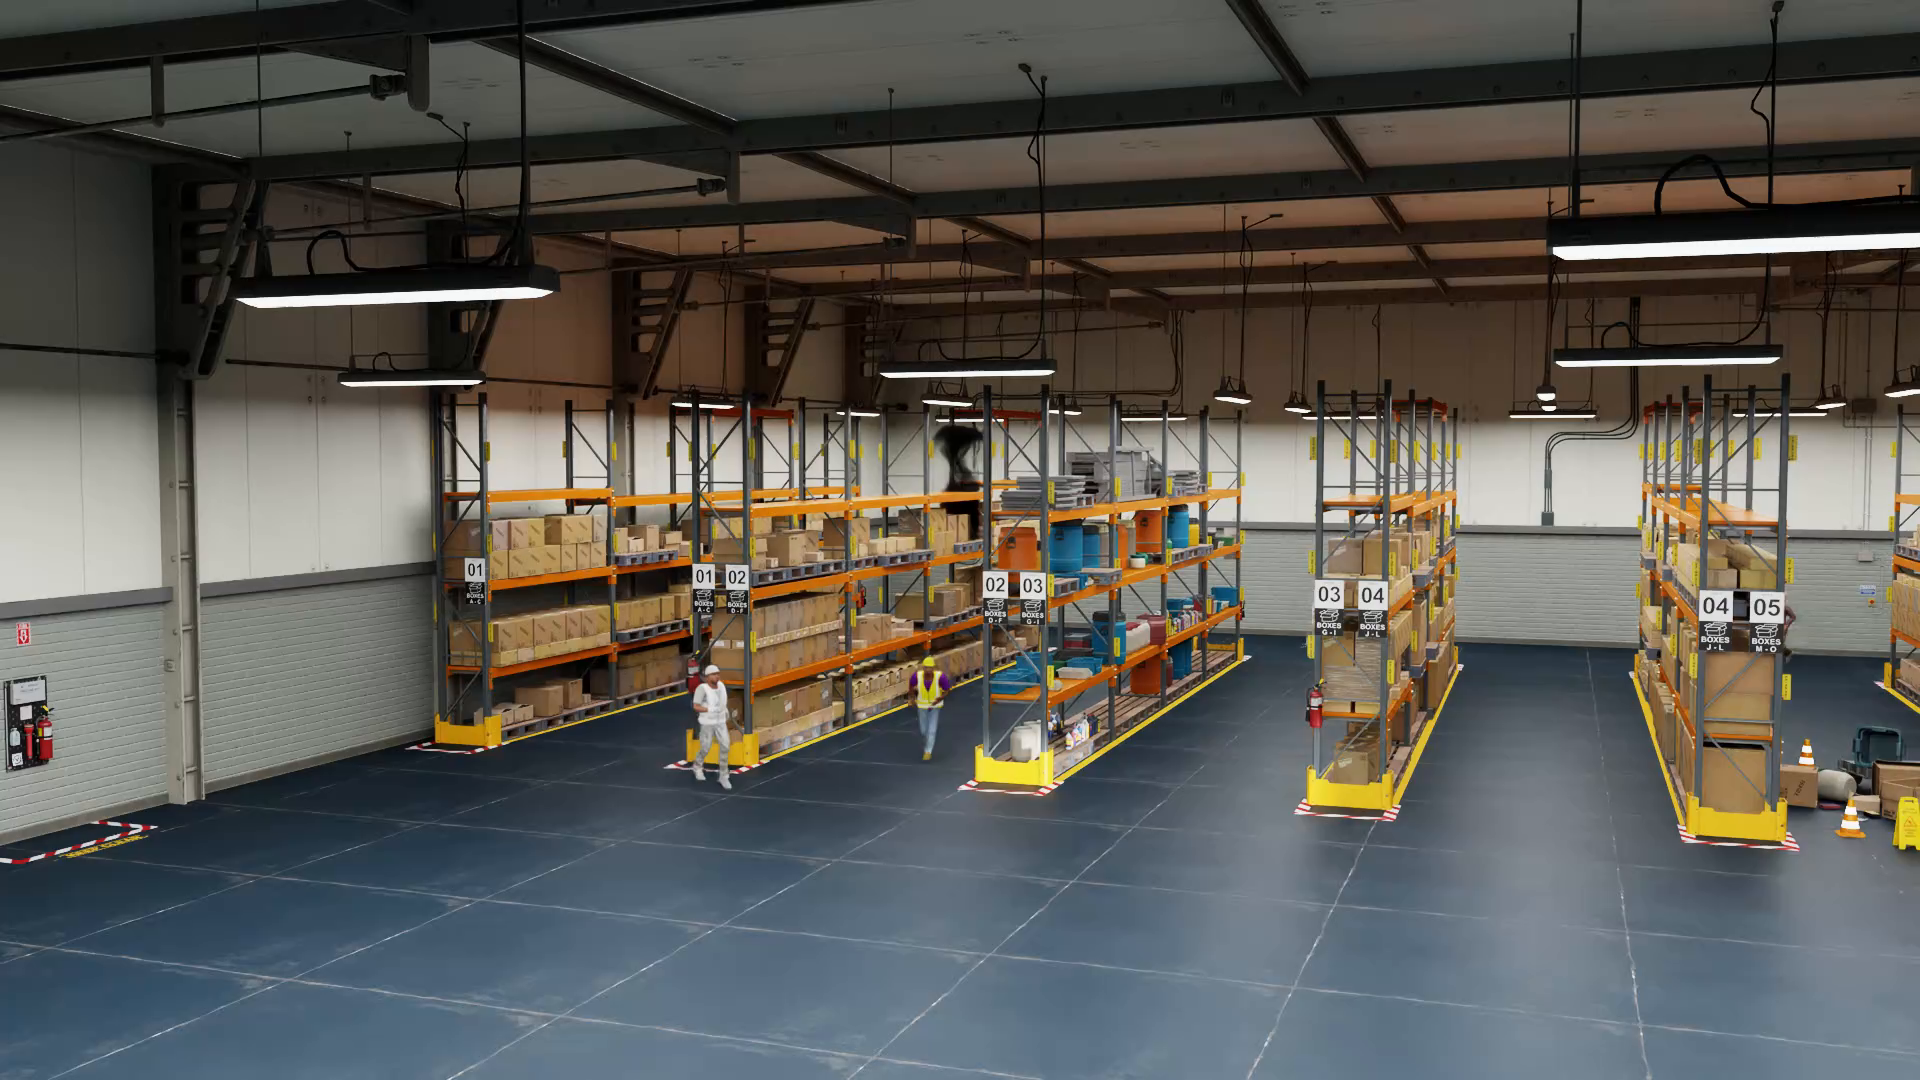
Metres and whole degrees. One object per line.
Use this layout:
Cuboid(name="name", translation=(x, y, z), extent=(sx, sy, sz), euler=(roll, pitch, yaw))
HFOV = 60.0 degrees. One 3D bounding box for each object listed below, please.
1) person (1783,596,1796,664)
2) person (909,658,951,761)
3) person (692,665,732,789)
Cuboid(name="person", translation=(18.882, 2.086, 38.288), extent=(0.835, 1.745, 0.712), euler=(0, 3, -9))
Cuboid(name="person", translation=(-0.498, 2.734, 27.077), extent=(0.692, 1.688, 0.765), euler=(0, 3, 2))
Cuboid(name="person", translation=(-3.723, 2.786, 24.886), extent=(0.695, 1.855, 0.821), euler=(-3, 4, -41))
